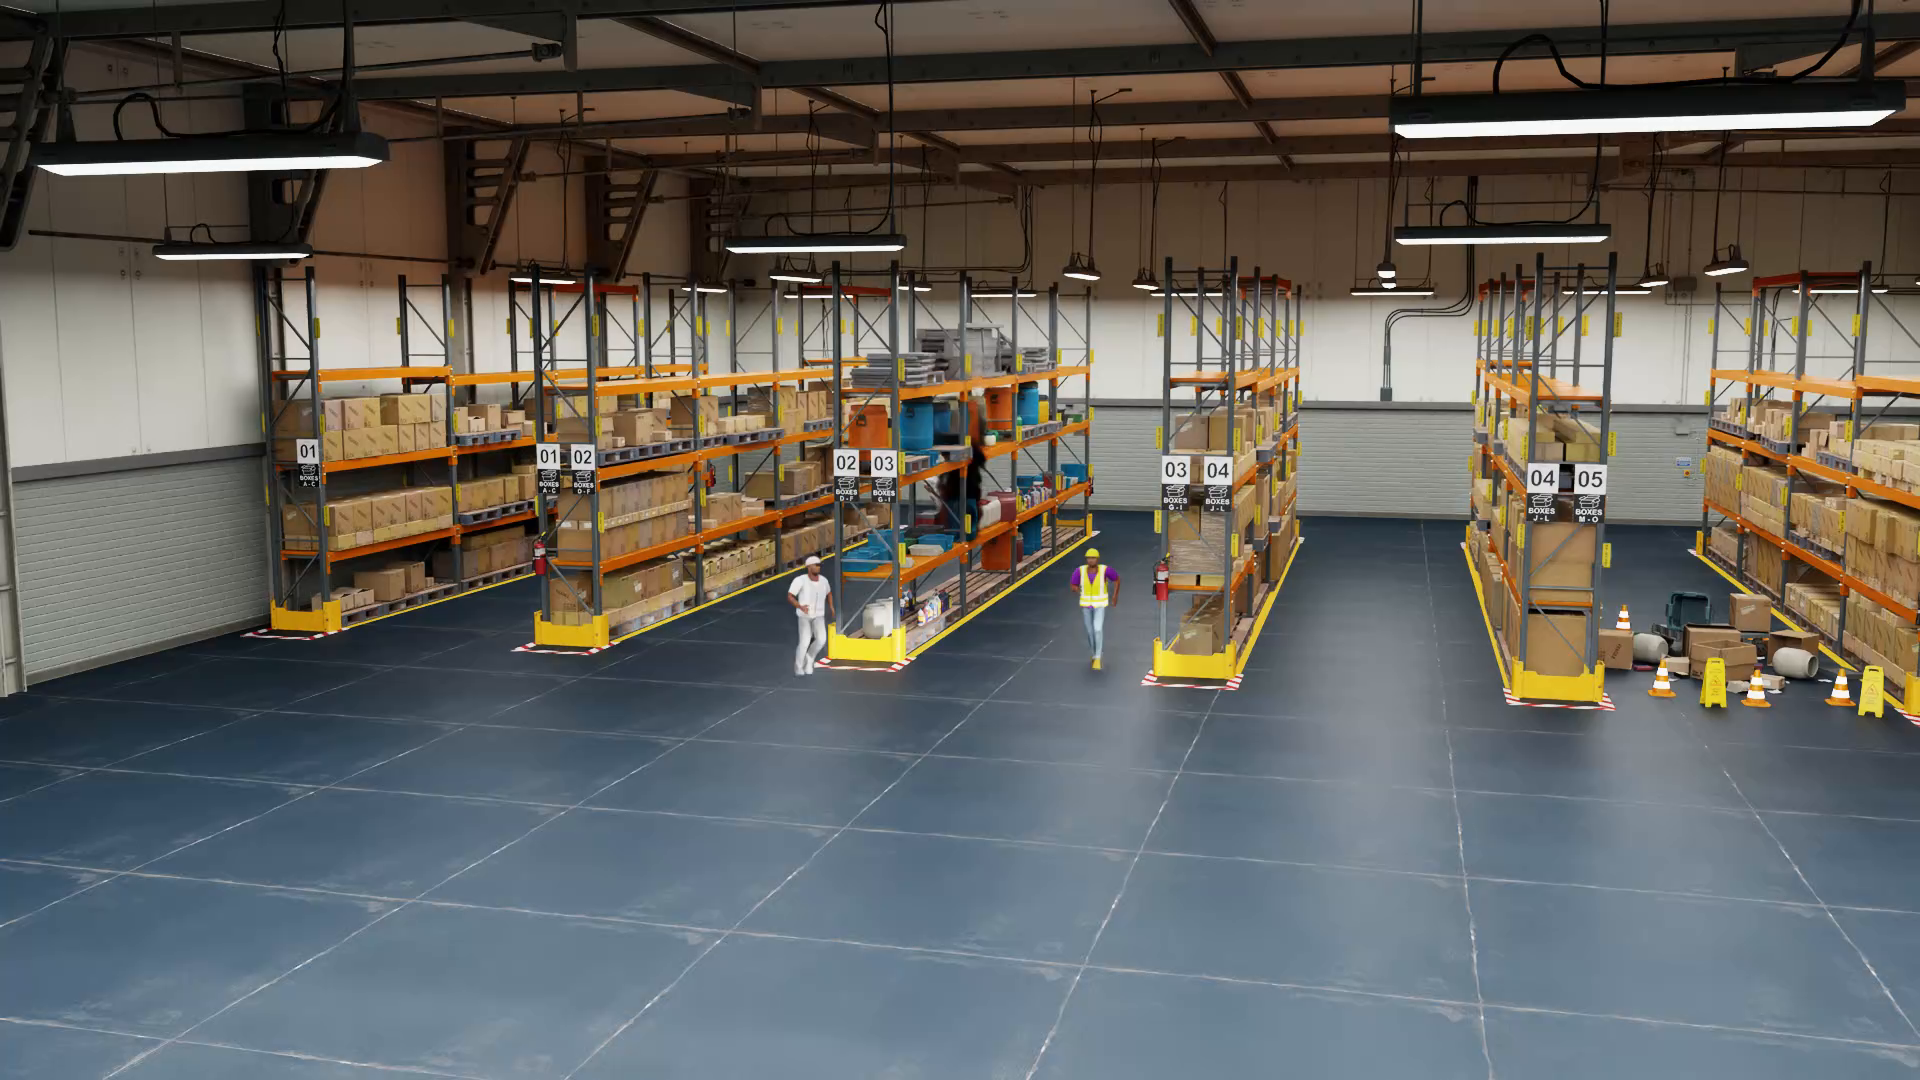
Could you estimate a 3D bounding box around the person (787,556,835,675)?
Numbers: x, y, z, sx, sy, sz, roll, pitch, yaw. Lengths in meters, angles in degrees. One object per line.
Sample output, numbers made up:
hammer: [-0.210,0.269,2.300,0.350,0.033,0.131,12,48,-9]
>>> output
person: [-2.123,1.100,24.069,0.776,1.709,0.565,-4,8,-31]

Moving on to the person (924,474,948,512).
person: [-0.585,-1.142,42.178,0.529,1.625,0.563,6,9,39]

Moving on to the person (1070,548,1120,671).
person: [1.986,1.002,24.784,0.696,1.798,0.838,2,8,19]
